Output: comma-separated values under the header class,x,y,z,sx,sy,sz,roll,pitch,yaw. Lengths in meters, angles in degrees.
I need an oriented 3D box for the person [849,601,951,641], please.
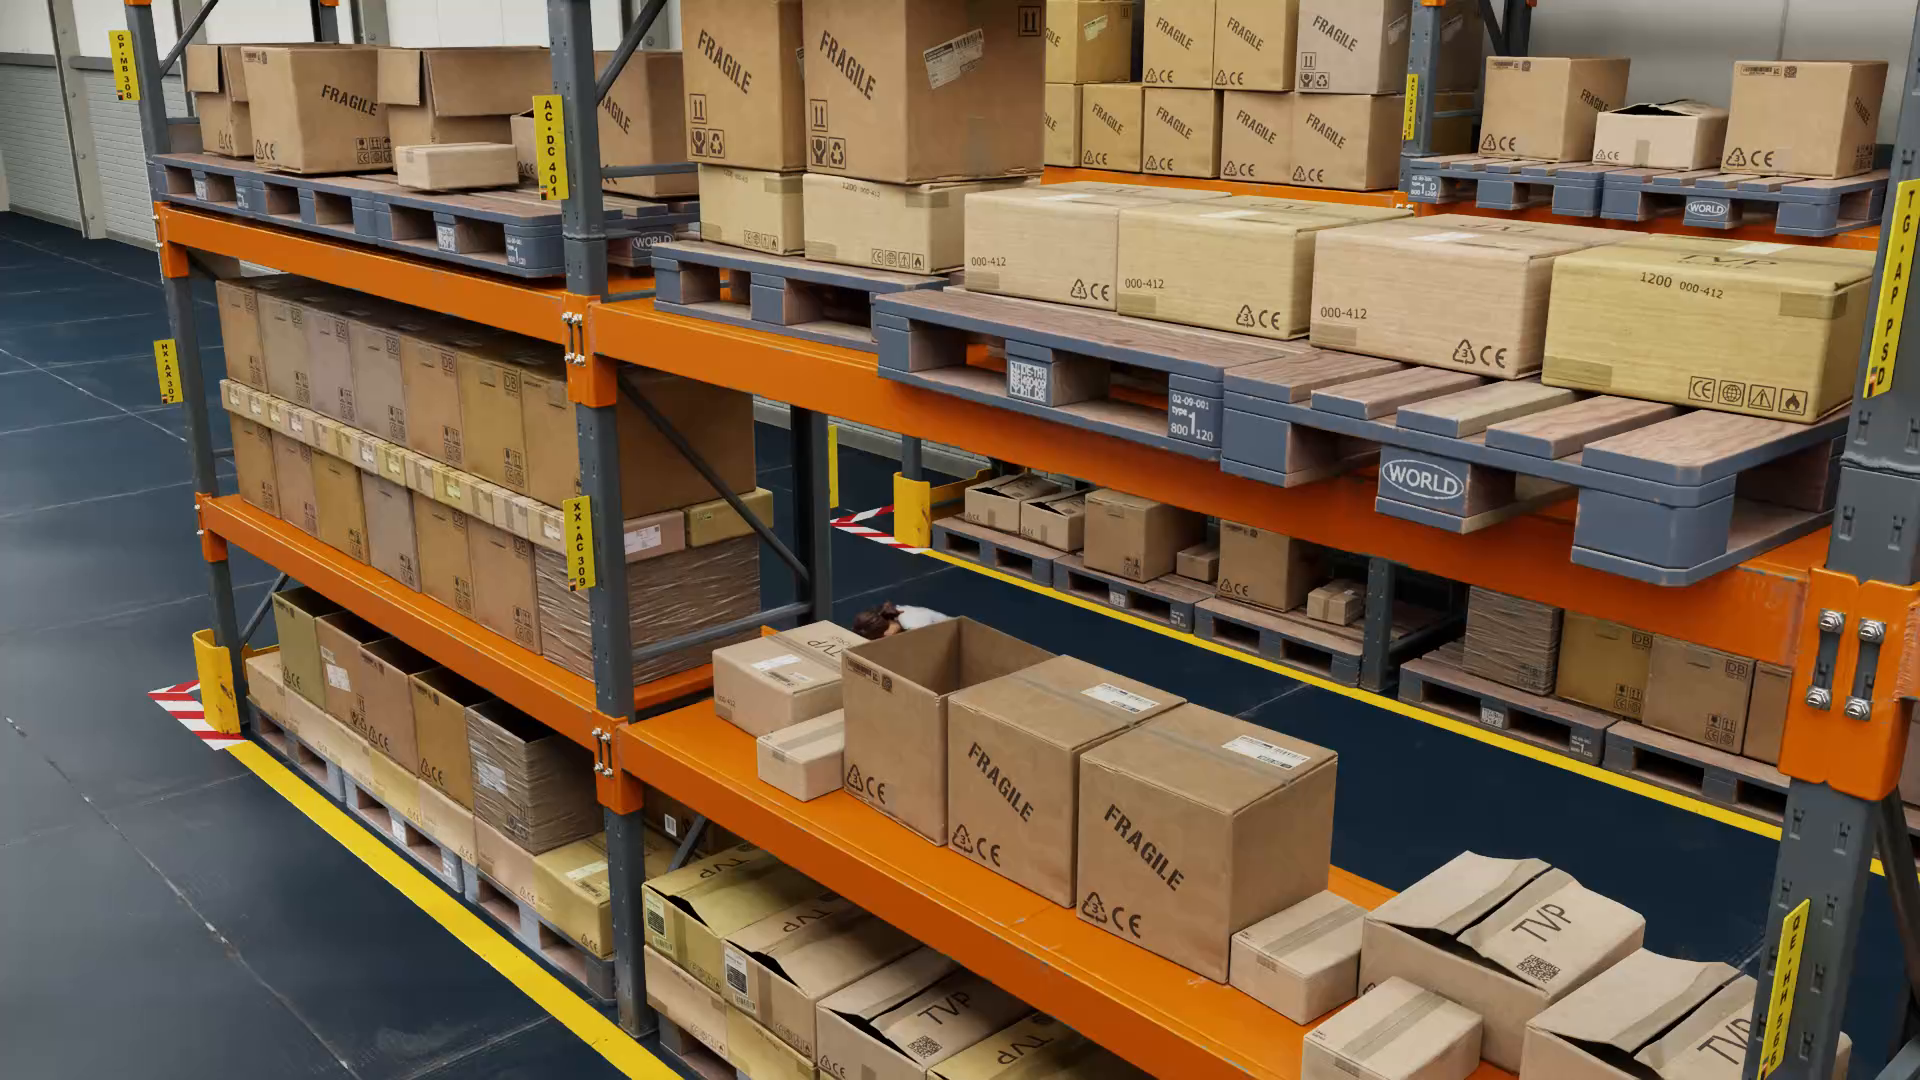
class,x,y,z,sx,sy,sz,roll,pitch,yaw
person,-0.287,0.678,9.008,0.819,0.803,0.466,-16,23,-41
